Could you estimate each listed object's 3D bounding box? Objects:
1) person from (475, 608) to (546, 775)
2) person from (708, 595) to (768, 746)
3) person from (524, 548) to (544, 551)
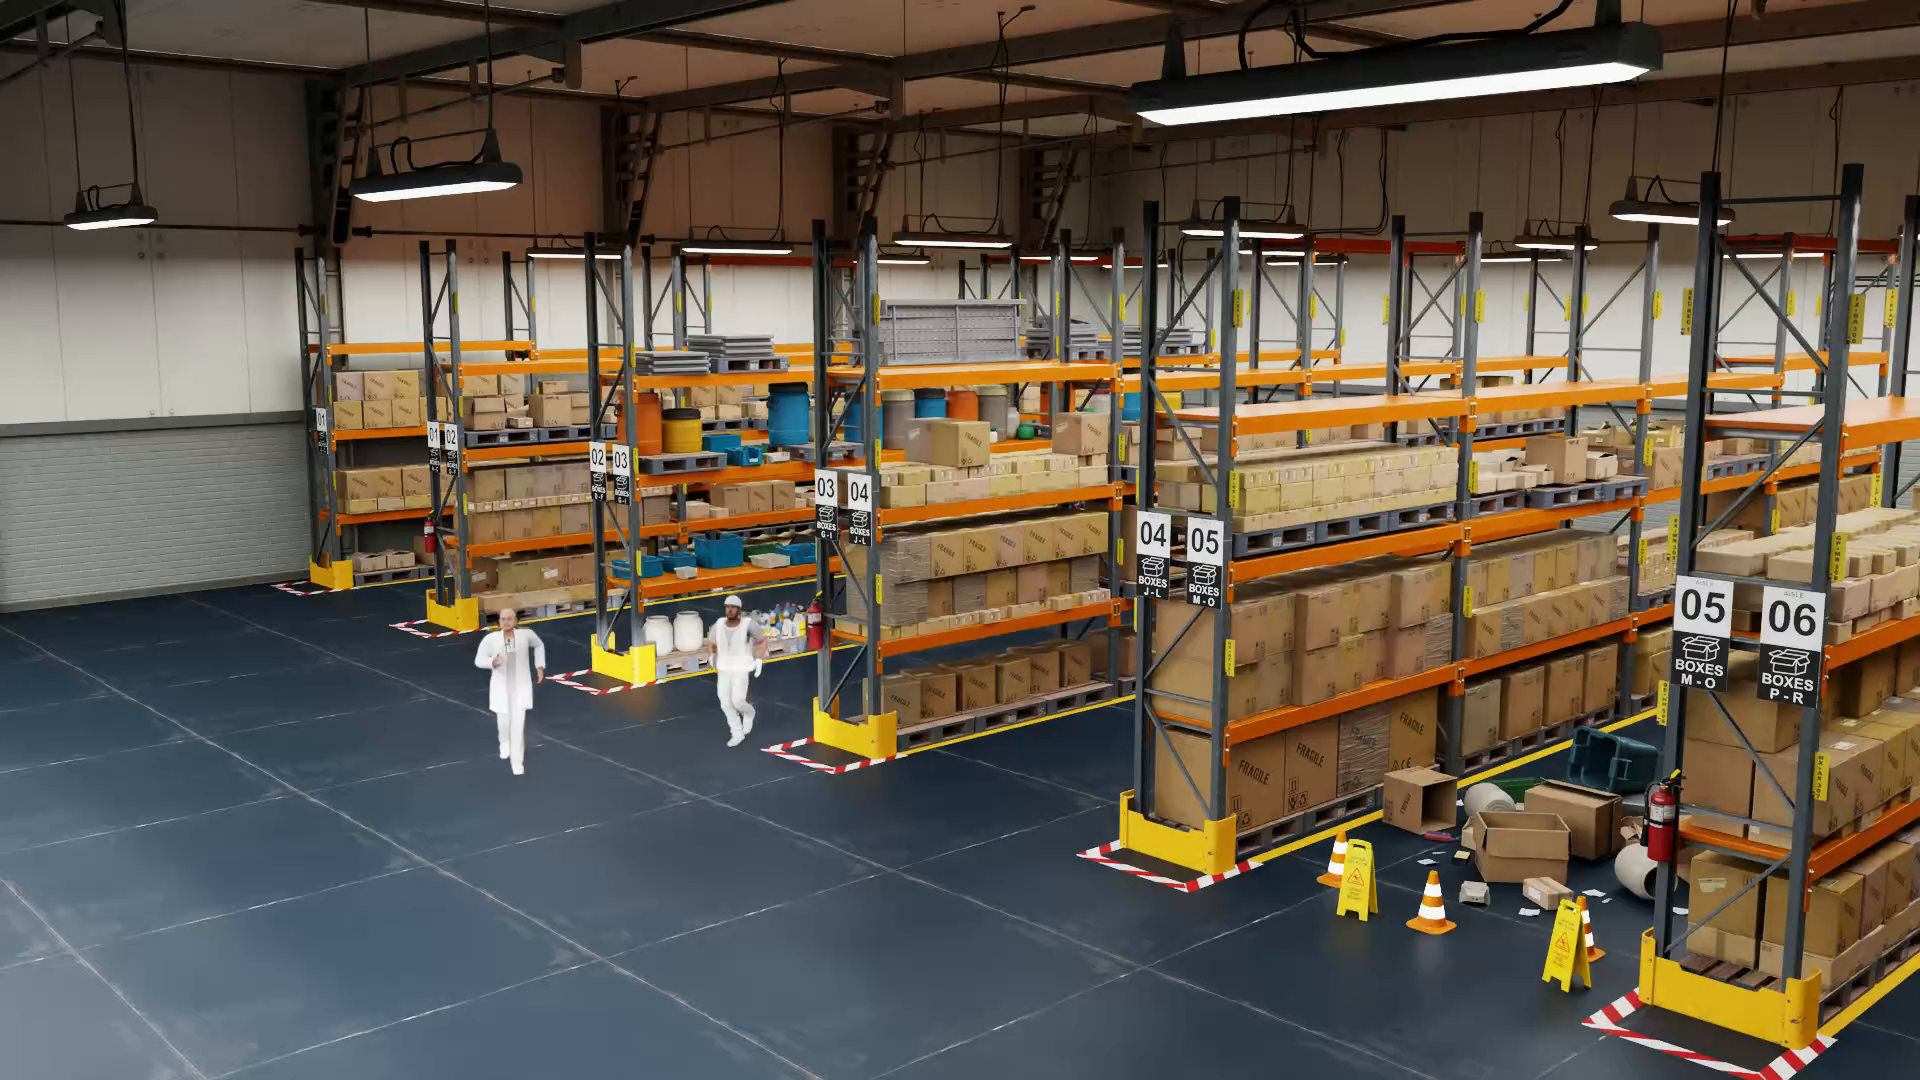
[{"bbox_3d":[-4.882,1.608,18.084,0.735,1.739,1.177,-2,9,-12],"label":"person"},{"bbox_3d":[-2.623,1.513,19.199,0.667,1.766,0.613,3,9,17],"label":"person"},{"bbox_3d":[-7.389,0.034,29.159,0.674,1.824,0.746,7,11,40],"label":"person"}]
